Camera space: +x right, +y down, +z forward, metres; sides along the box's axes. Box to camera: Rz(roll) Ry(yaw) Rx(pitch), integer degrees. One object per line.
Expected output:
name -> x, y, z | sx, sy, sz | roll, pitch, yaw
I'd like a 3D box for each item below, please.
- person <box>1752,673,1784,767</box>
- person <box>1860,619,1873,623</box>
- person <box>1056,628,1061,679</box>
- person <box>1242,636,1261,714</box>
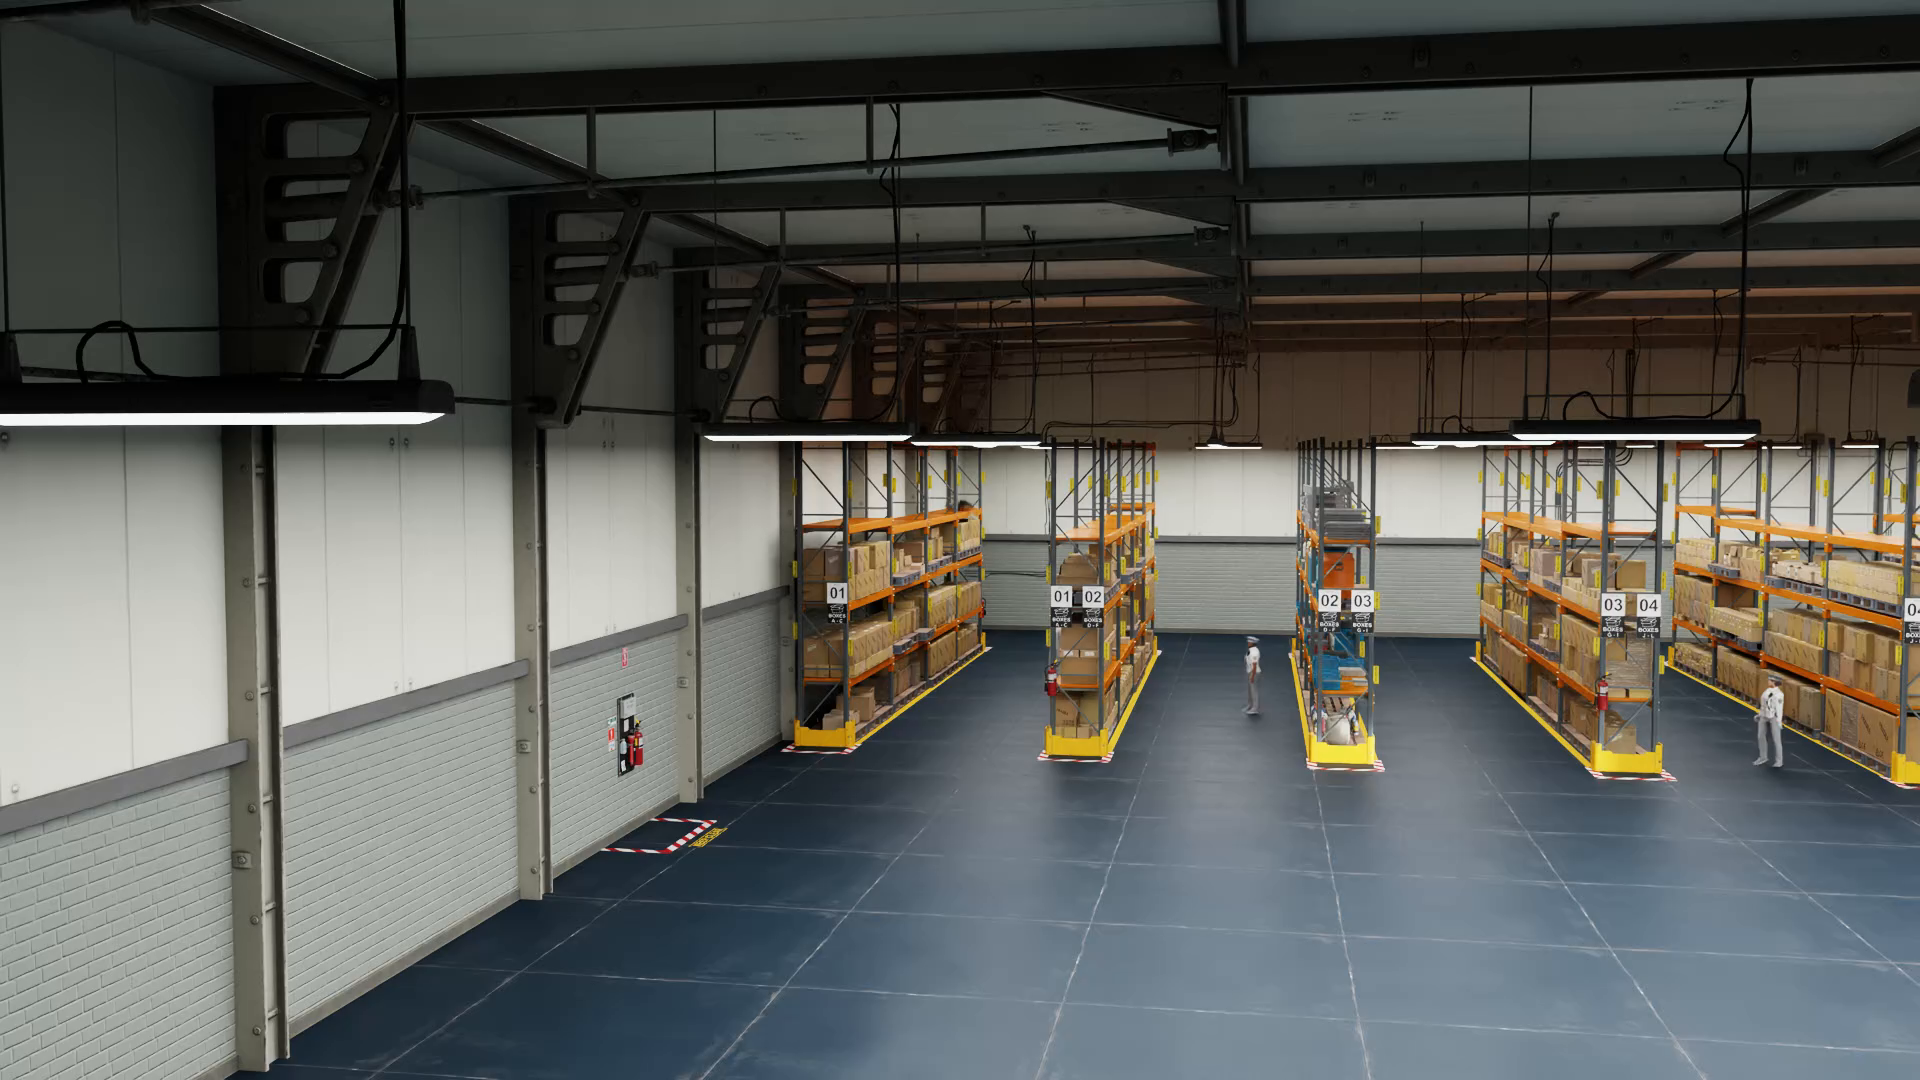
person -> 14.738, 3.282, 30.322 | 0.404, 1.721, 0.616 | -1, 3, -18
person -> 21.787, 2.718, 39.994 | 0.593, 1.807, 0.608 | -1, 3, -10
person -> 2.395, 2.702, 41.225 | 0.378, 1.676, 0.527 | 0, 3, -6
person -> 6.400, 2.944, 36.471 | 0.391, 1.684, 0.492 | 0, 3, -1
